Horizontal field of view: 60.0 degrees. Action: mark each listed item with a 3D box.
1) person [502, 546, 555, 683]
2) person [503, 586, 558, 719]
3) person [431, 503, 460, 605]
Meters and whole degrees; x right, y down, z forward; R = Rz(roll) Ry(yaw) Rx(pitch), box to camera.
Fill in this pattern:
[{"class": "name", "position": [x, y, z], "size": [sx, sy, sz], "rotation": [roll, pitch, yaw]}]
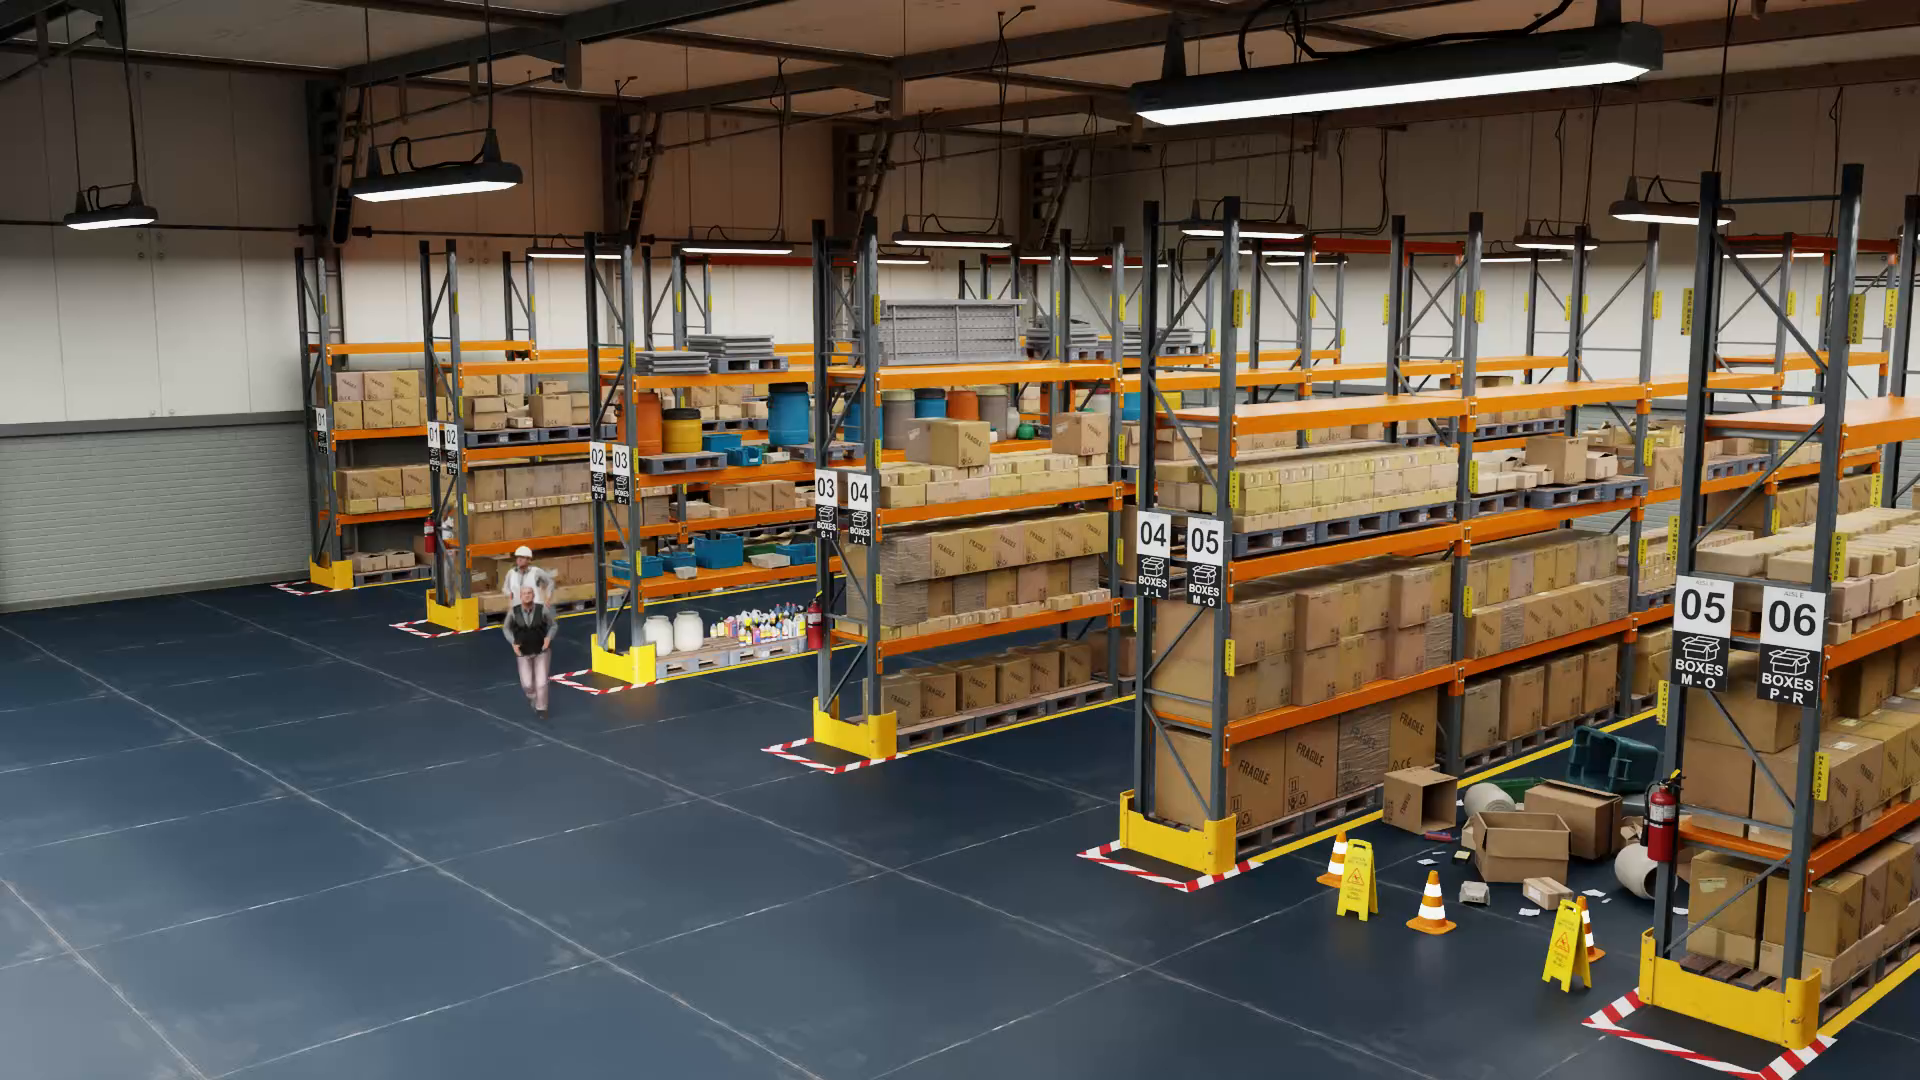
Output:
[{"class": "person", "position": [-5.888, 0.982, 22.644], "size": [0.670, 1.828, 0.821], "rotation": [1, 9, 10]}, {"class": "person", "position": [-5.250, 1.381, 20.375], "size": [0.663, 1.667, 0.599], "rotation": [-2, 9, -15]}, {"class": "person", "position": [-8.591, 0.225, 27.859], "size": [0.658, 1.741, 0.679], "rotation": [2, 9, 16]}]
